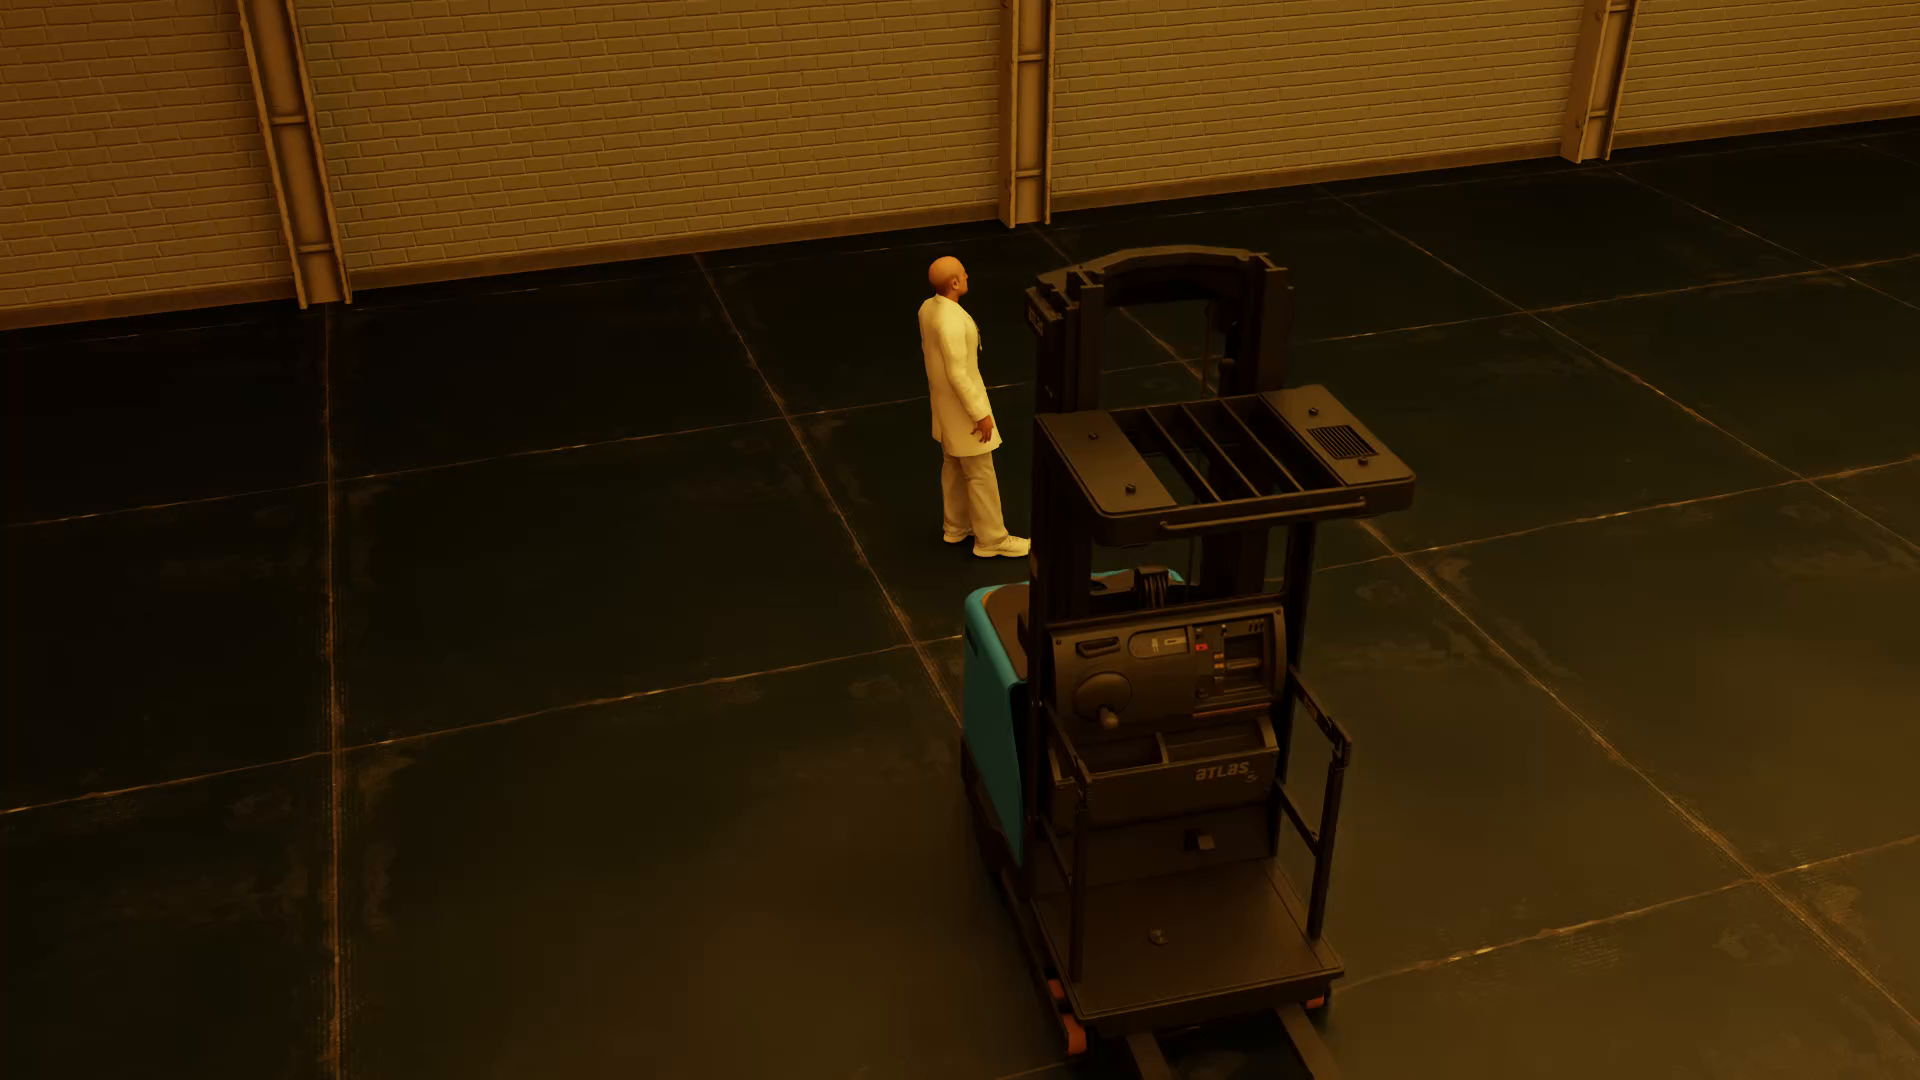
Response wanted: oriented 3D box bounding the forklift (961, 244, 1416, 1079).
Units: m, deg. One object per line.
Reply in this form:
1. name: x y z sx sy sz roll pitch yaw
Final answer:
1. forklift: 0.855 0.535 6.158 1.130 2.935 3.031 -7 31 -12

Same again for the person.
1. person: 0.087 -0.789 9.600 0.581 1.775 0.696 -10 31 -16
